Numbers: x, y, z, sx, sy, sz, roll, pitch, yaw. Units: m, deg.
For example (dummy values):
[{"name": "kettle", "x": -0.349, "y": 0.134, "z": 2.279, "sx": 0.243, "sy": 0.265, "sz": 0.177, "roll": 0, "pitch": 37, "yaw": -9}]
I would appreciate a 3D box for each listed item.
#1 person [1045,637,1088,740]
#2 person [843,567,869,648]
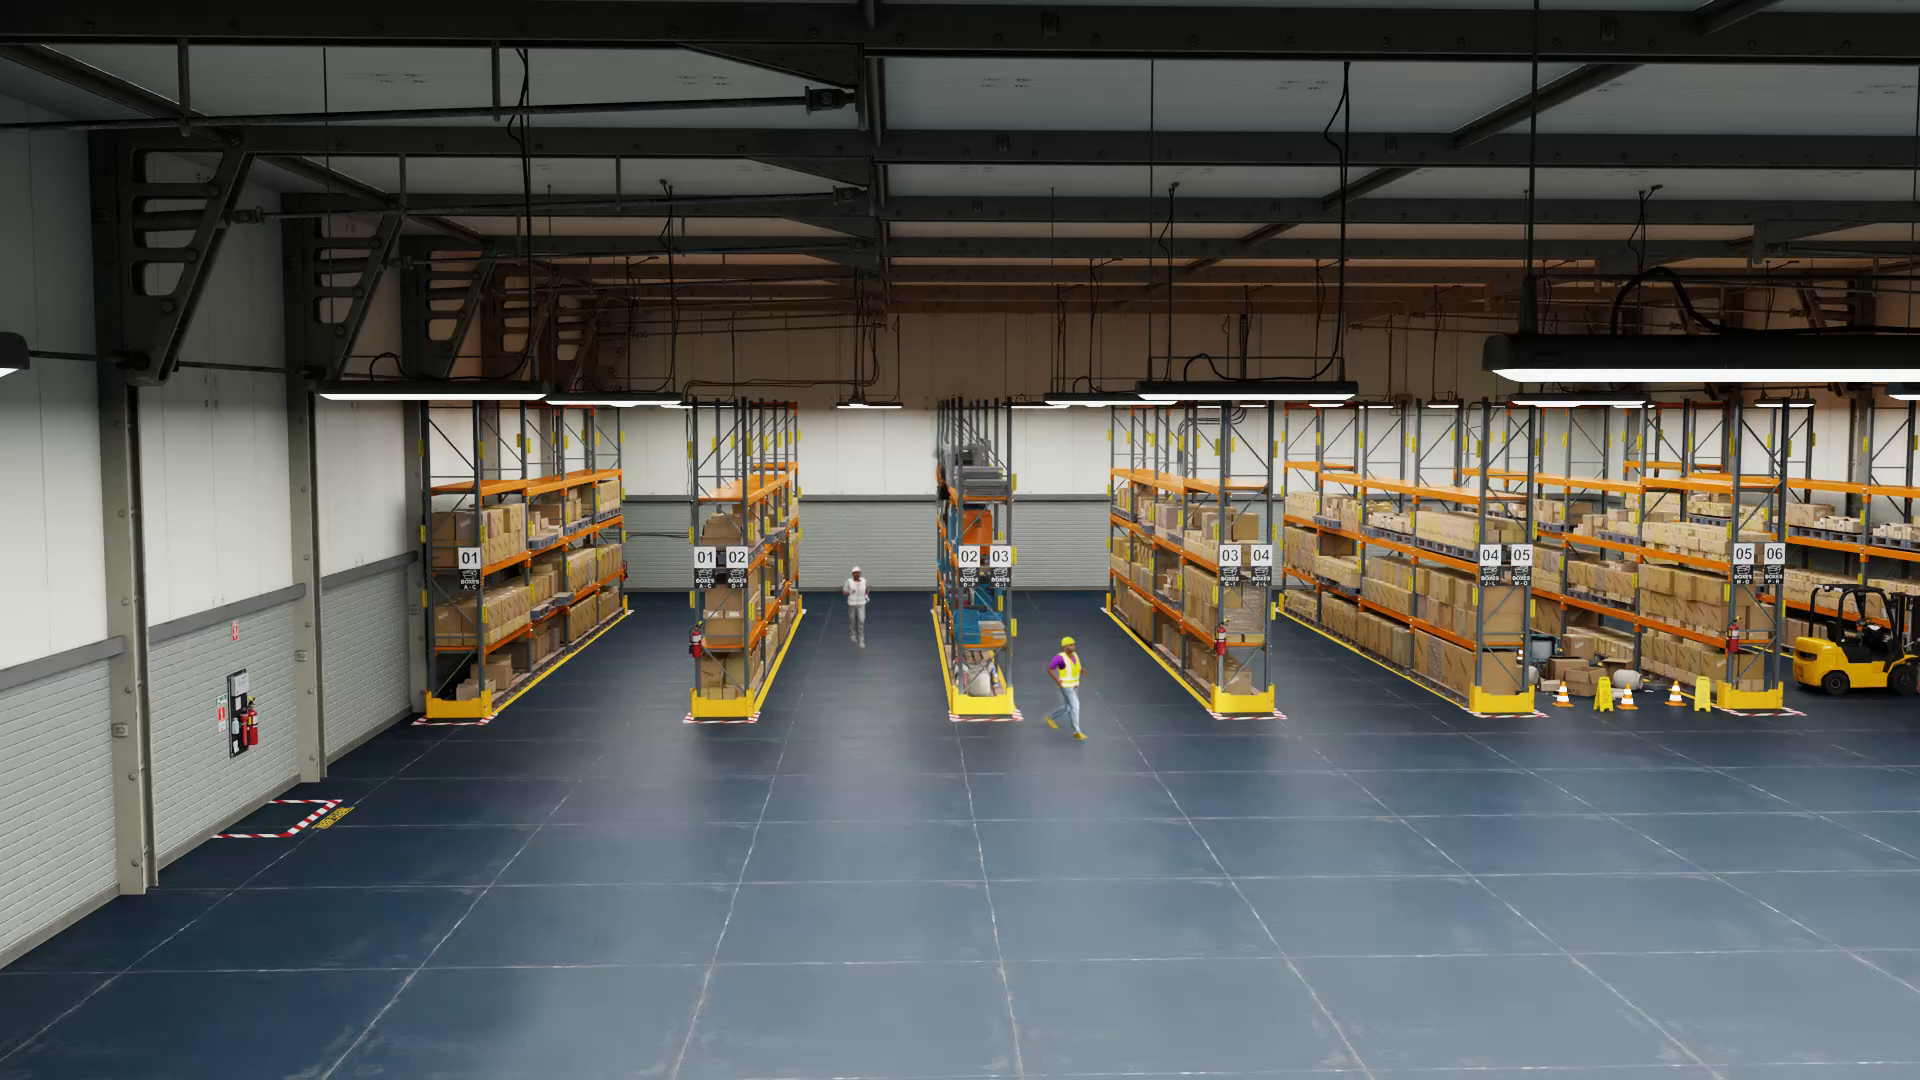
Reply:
[{"name": "person", "x": 1.893, "y": 2.582, "z": 29.279, "sx": 0.900, "sy": 1.775, "sz": 0.685, "roll": 3, "pitch": 5, "yaw": 36}, {"name": "person", "x": -2.397, "y": 1.553, "z": 38.658, "sx": 0.659, "sy": 1.867, "sz": 0.721, "roll": -1, "pitch": 4, "yaw": -11}]
